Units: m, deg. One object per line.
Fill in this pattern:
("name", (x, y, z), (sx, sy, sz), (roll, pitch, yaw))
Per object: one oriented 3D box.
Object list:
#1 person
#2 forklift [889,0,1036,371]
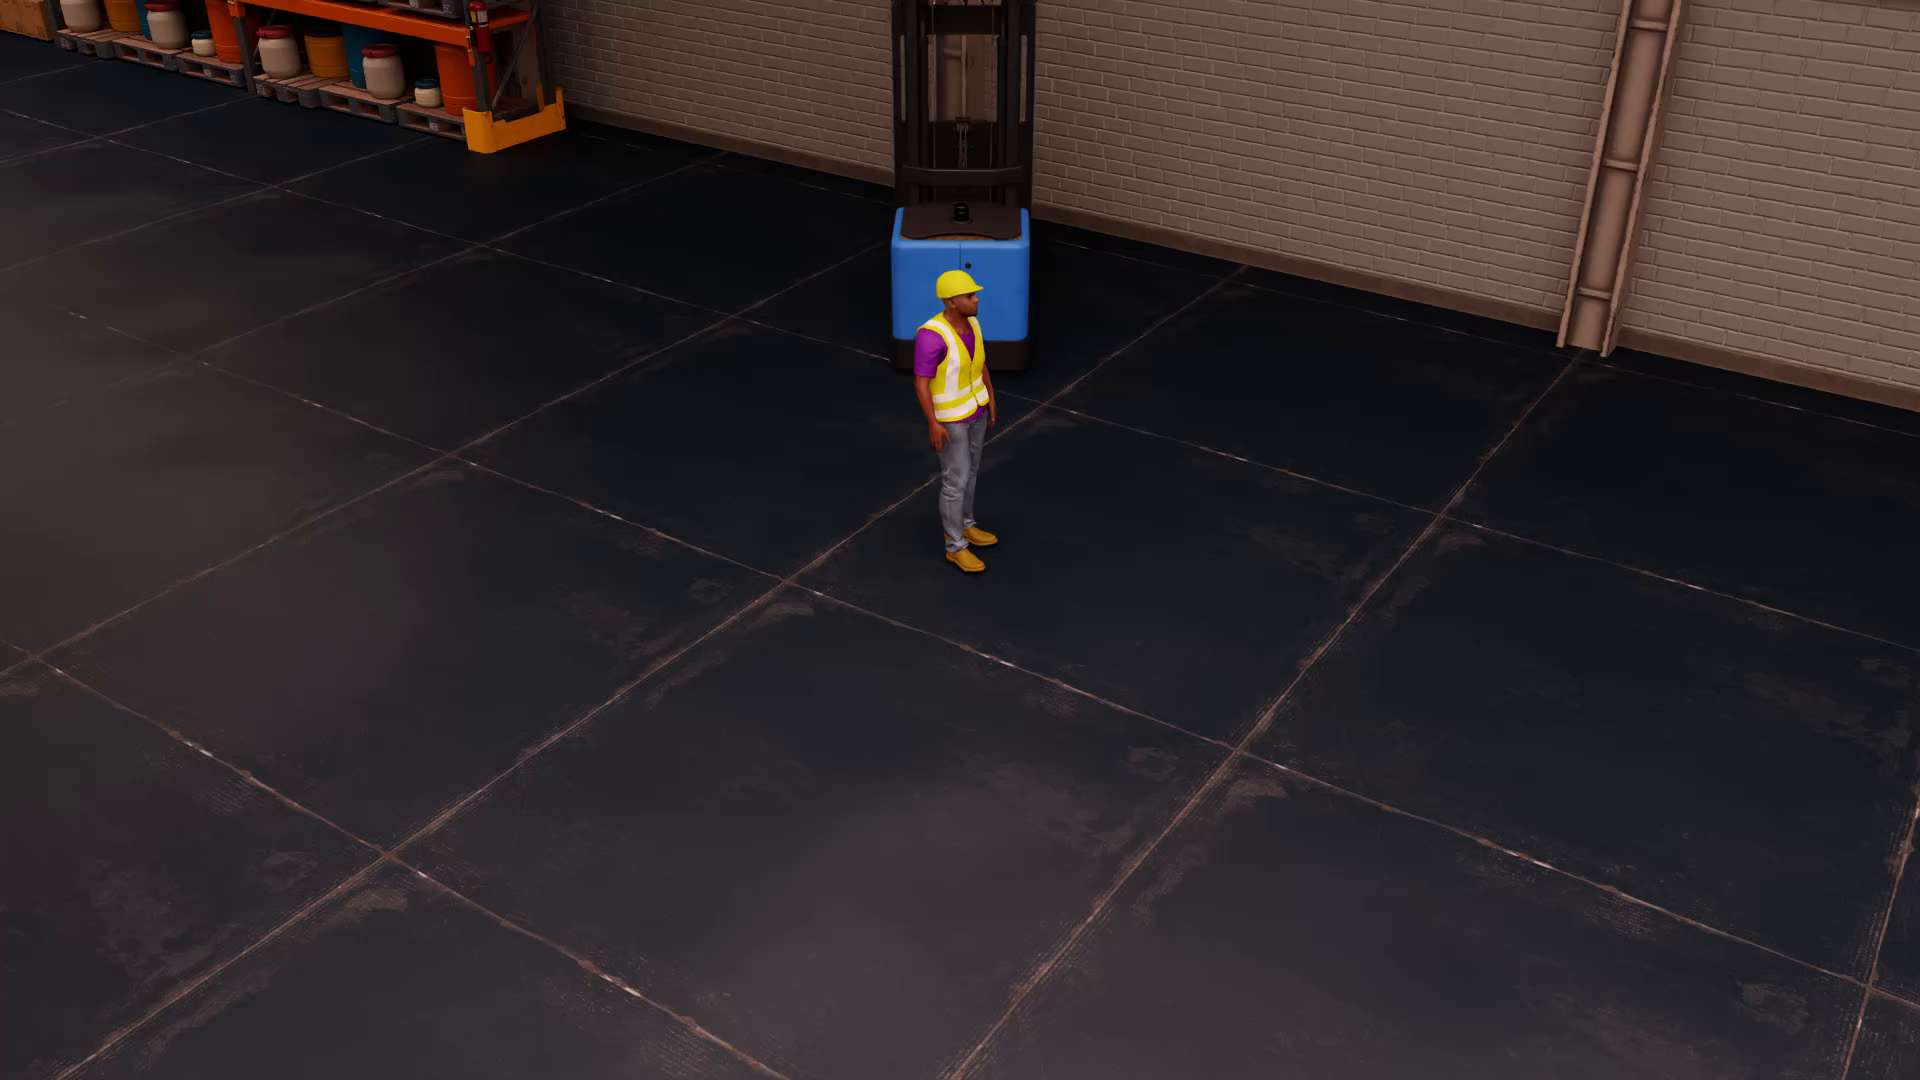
("person", (0.054, -0.748, 10.015), (0.577, 1.765, 0.666), (19, 35, 29))
("forklift", (0.033, -3.249, 13.176), (1.130, 2.935, 3.031), (1, 30, 1))
